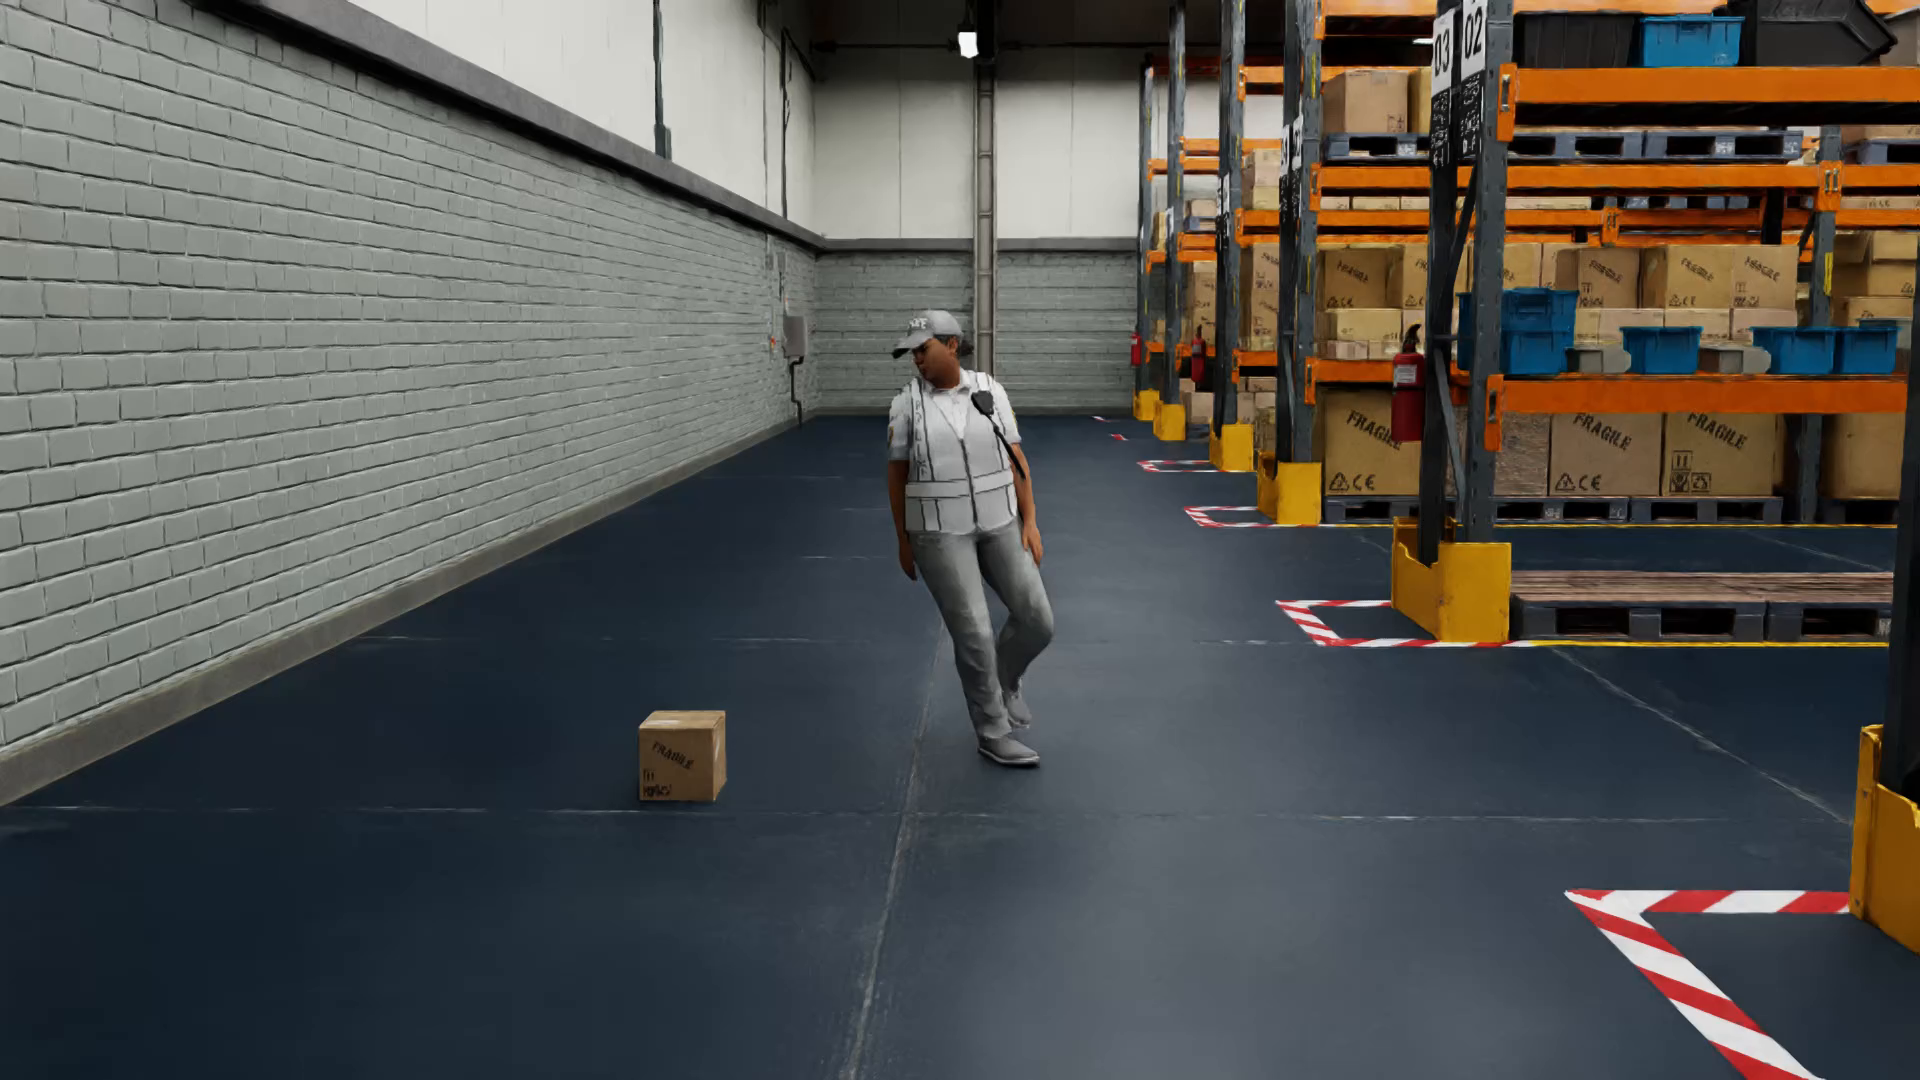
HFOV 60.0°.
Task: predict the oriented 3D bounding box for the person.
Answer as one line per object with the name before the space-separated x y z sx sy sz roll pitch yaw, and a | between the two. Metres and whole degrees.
person | 0.035 -0.019 6.049 0.561 1.626 0.548 -2 8 -15
